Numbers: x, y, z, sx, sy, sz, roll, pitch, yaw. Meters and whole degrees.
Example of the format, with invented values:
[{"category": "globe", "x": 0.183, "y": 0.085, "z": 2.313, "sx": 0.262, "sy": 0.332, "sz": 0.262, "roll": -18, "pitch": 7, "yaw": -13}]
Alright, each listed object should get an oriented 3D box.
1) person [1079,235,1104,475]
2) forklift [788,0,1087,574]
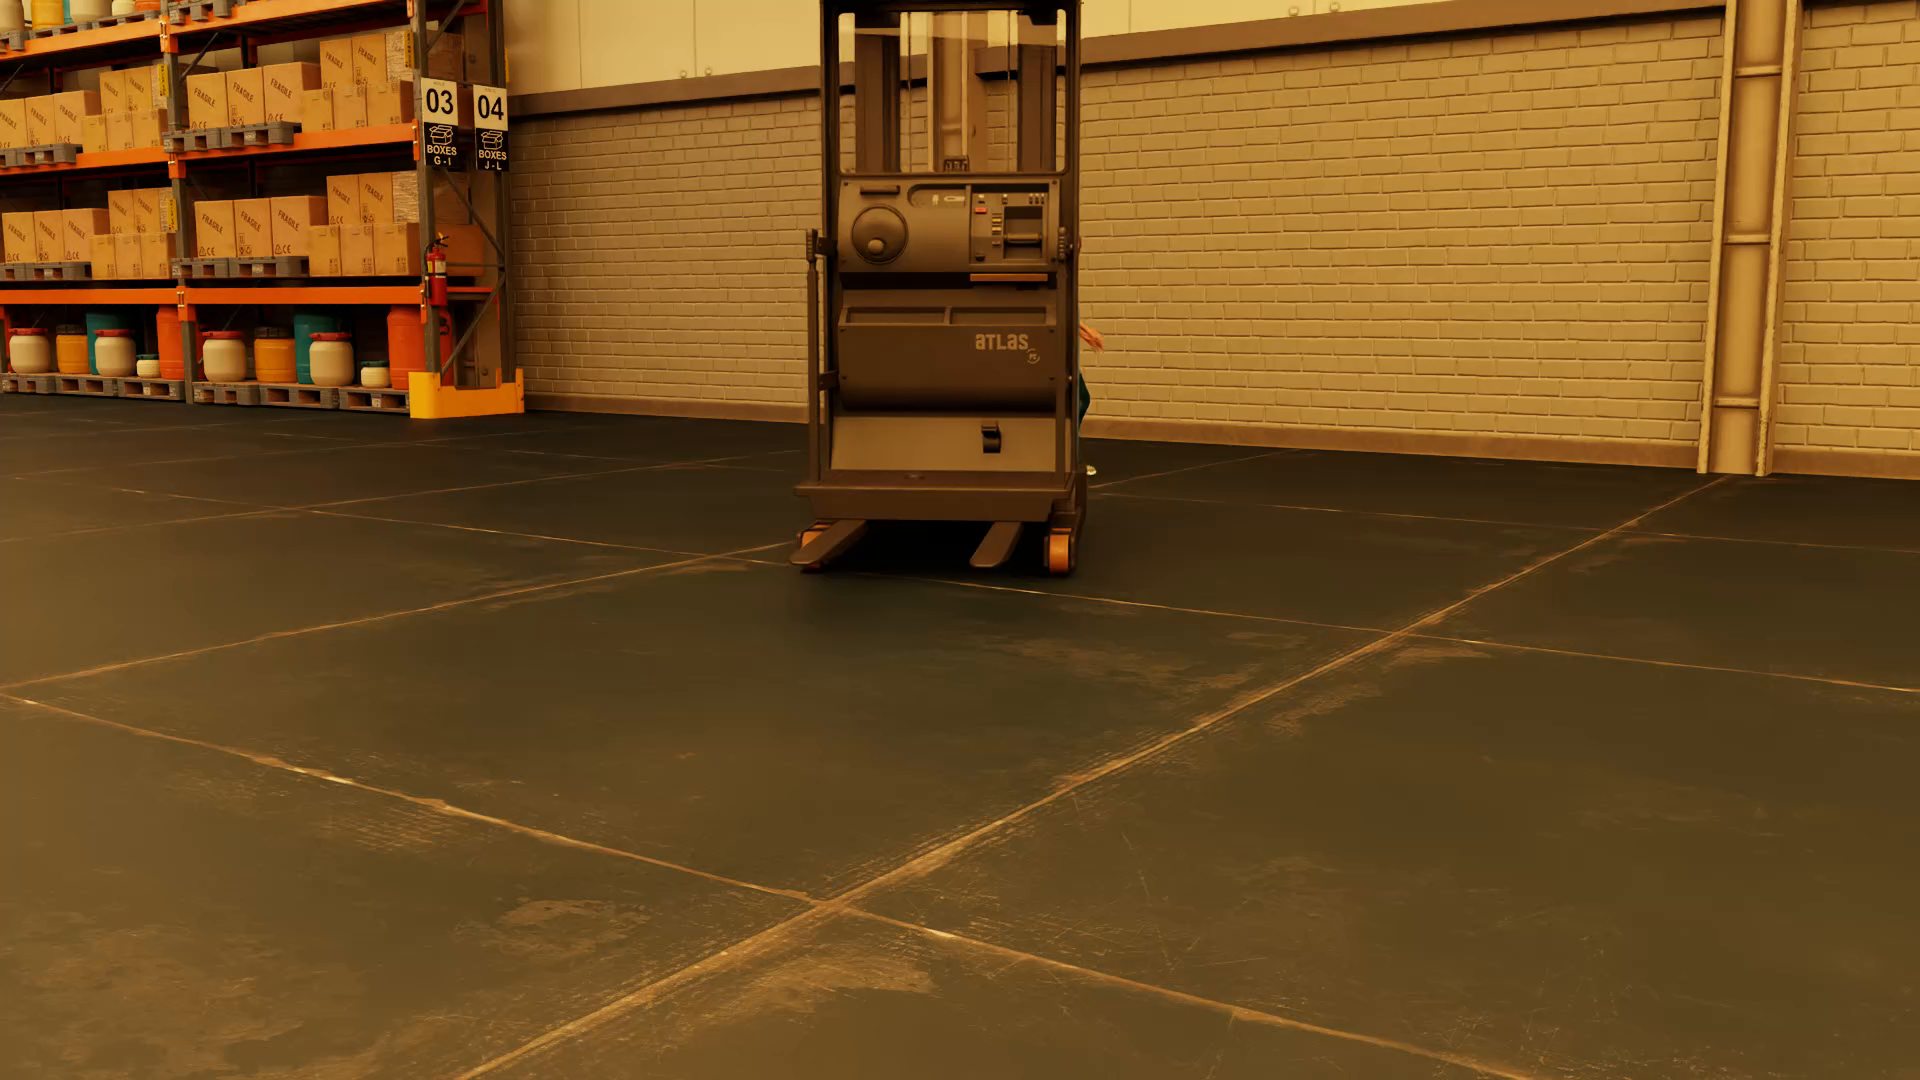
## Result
[{"category": "person", "x": 0.670, "y": -1.143, "z": 10.391, "sx": 0.570, "sy": 1.537, "sz": 0.657, "roll": -1, "pitch": 8, "yaw": -8}, {"category": "forklift", "x": -0.067, "y": -1.362, "z": 6.772, "sx": 1.130, "sy": 2.935, "sz": 3.031, "roll": 1, "pitch": 8, "yaw": 6}]
